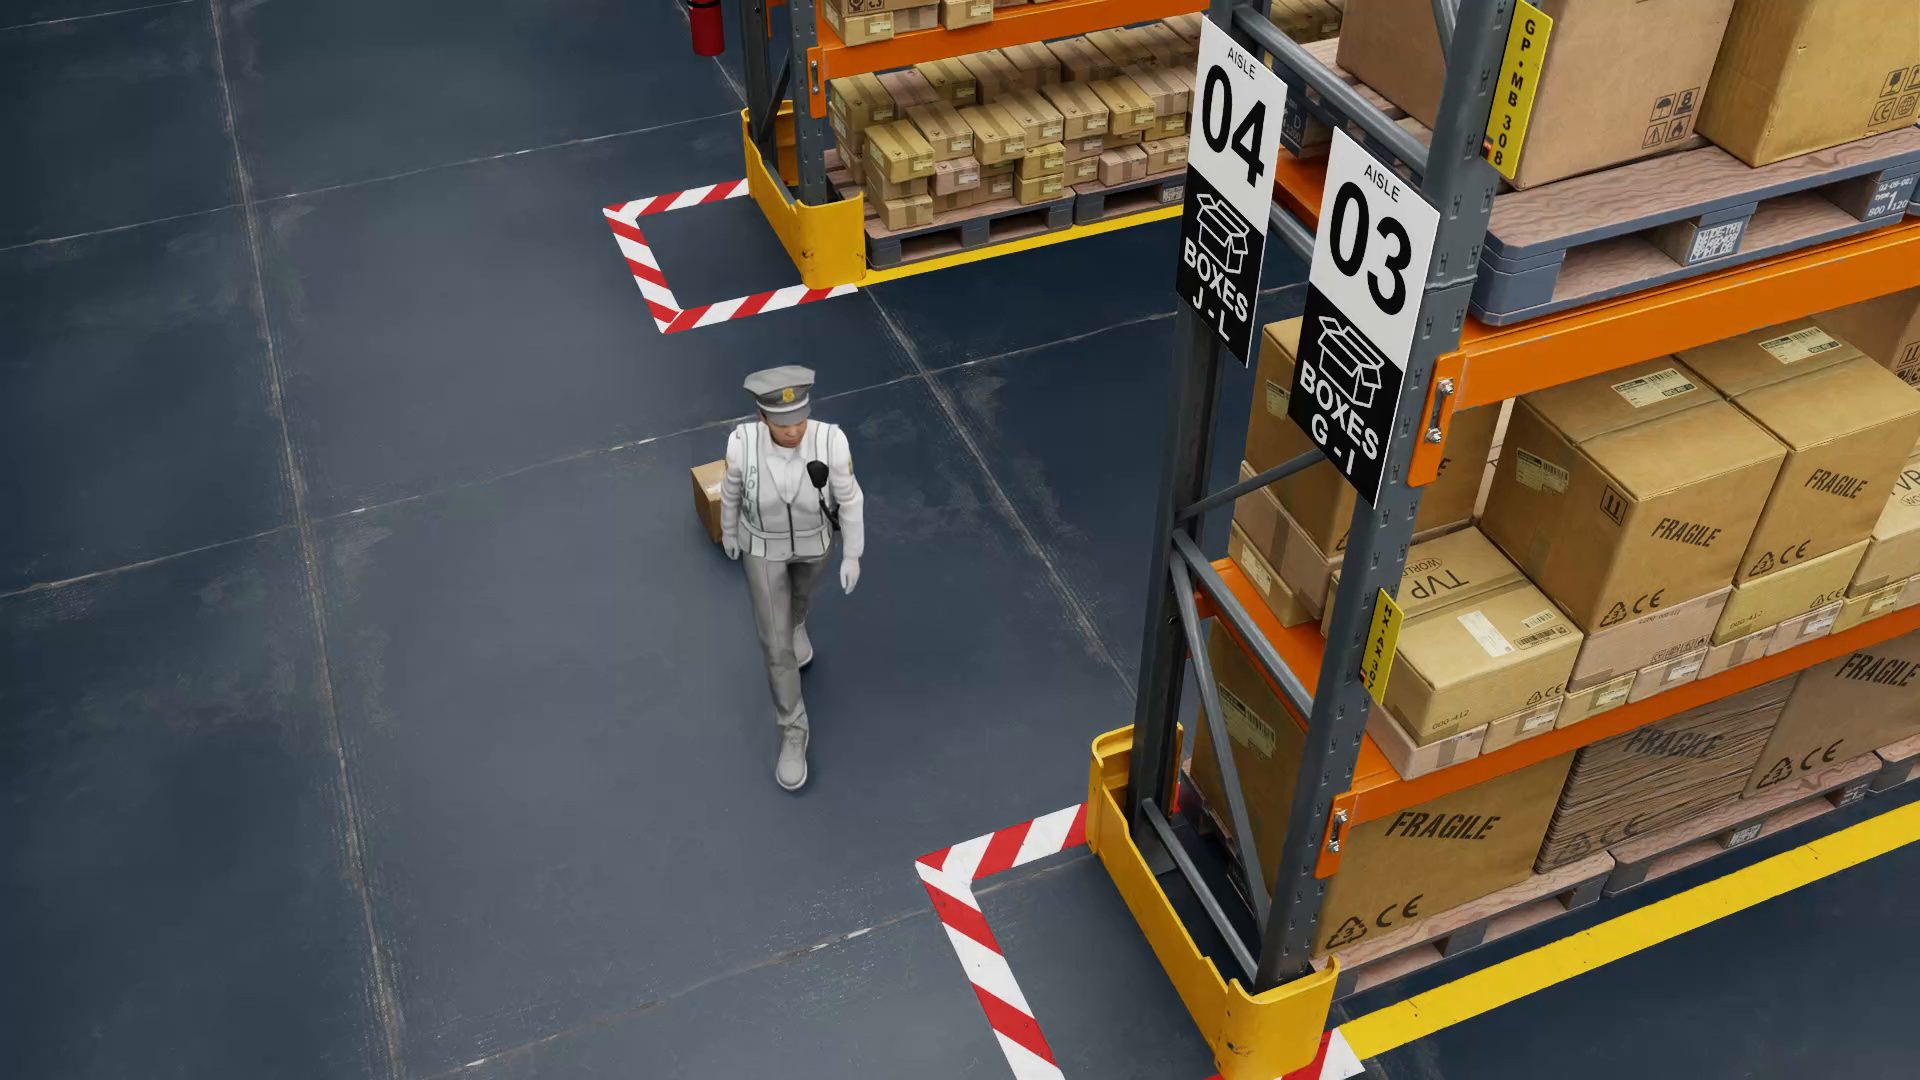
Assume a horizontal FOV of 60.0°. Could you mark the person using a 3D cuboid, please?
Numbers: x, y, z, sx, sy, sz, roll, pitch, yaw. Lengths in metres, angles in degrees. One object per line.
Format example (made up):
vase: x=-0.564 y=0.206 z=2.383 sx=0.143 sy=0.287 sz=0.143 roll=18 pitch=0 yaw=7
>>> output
person: x=-0.597 y=0.031 z=6.102 sx=0.509 sy=1.638 sz=0.891 roll=-10 pitch=43 yaw=-11
